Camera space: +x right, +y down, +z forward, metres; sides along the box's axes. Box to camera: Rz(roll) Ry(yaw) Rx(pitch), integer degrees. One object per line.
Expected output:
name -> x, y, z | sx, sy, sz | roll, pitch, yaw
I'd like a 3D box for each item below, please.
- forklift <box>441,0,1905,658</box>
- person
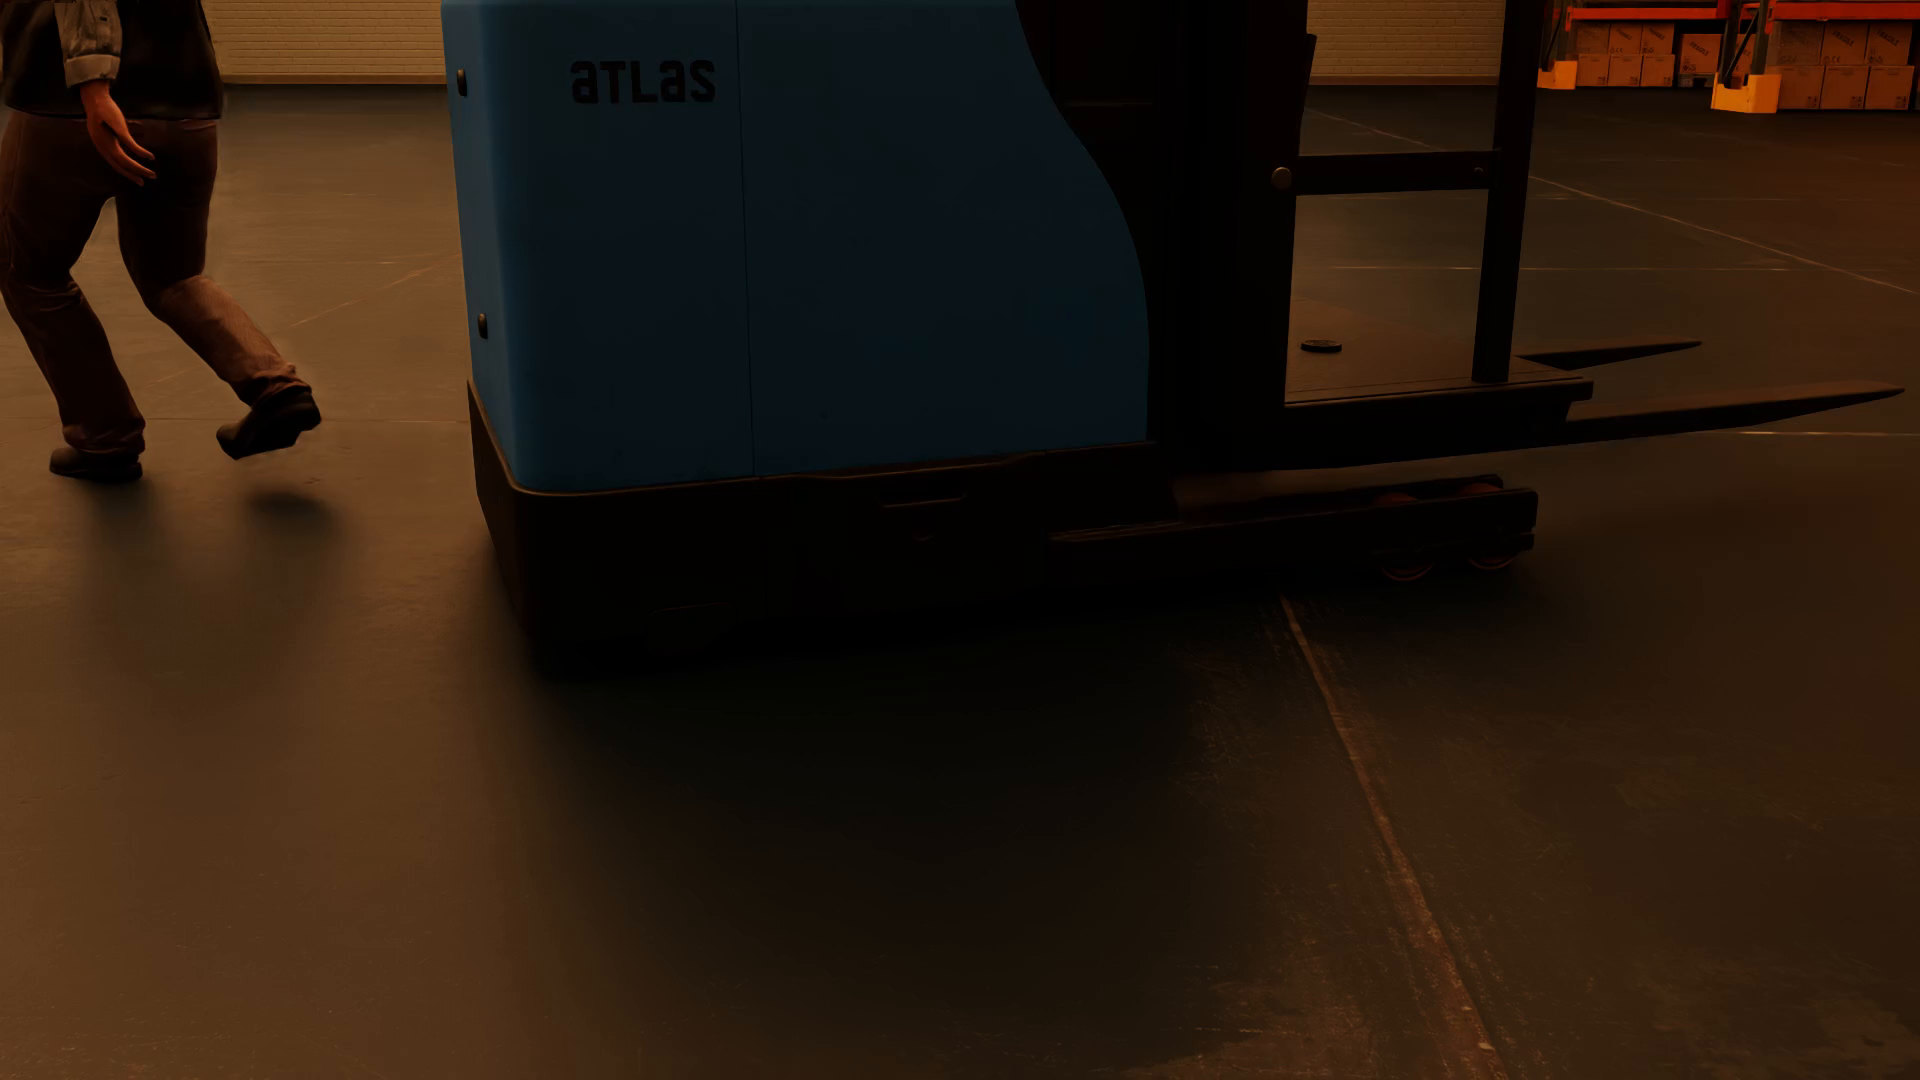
forklift -> 0.571, -1.462, 3.137 | 3.031, 2.935, 1.130 | -6, 18, -19
person -> -1.802, -0.905, 3.542 | 0.780, 1.643, 0.595 | 8, 19, 24
